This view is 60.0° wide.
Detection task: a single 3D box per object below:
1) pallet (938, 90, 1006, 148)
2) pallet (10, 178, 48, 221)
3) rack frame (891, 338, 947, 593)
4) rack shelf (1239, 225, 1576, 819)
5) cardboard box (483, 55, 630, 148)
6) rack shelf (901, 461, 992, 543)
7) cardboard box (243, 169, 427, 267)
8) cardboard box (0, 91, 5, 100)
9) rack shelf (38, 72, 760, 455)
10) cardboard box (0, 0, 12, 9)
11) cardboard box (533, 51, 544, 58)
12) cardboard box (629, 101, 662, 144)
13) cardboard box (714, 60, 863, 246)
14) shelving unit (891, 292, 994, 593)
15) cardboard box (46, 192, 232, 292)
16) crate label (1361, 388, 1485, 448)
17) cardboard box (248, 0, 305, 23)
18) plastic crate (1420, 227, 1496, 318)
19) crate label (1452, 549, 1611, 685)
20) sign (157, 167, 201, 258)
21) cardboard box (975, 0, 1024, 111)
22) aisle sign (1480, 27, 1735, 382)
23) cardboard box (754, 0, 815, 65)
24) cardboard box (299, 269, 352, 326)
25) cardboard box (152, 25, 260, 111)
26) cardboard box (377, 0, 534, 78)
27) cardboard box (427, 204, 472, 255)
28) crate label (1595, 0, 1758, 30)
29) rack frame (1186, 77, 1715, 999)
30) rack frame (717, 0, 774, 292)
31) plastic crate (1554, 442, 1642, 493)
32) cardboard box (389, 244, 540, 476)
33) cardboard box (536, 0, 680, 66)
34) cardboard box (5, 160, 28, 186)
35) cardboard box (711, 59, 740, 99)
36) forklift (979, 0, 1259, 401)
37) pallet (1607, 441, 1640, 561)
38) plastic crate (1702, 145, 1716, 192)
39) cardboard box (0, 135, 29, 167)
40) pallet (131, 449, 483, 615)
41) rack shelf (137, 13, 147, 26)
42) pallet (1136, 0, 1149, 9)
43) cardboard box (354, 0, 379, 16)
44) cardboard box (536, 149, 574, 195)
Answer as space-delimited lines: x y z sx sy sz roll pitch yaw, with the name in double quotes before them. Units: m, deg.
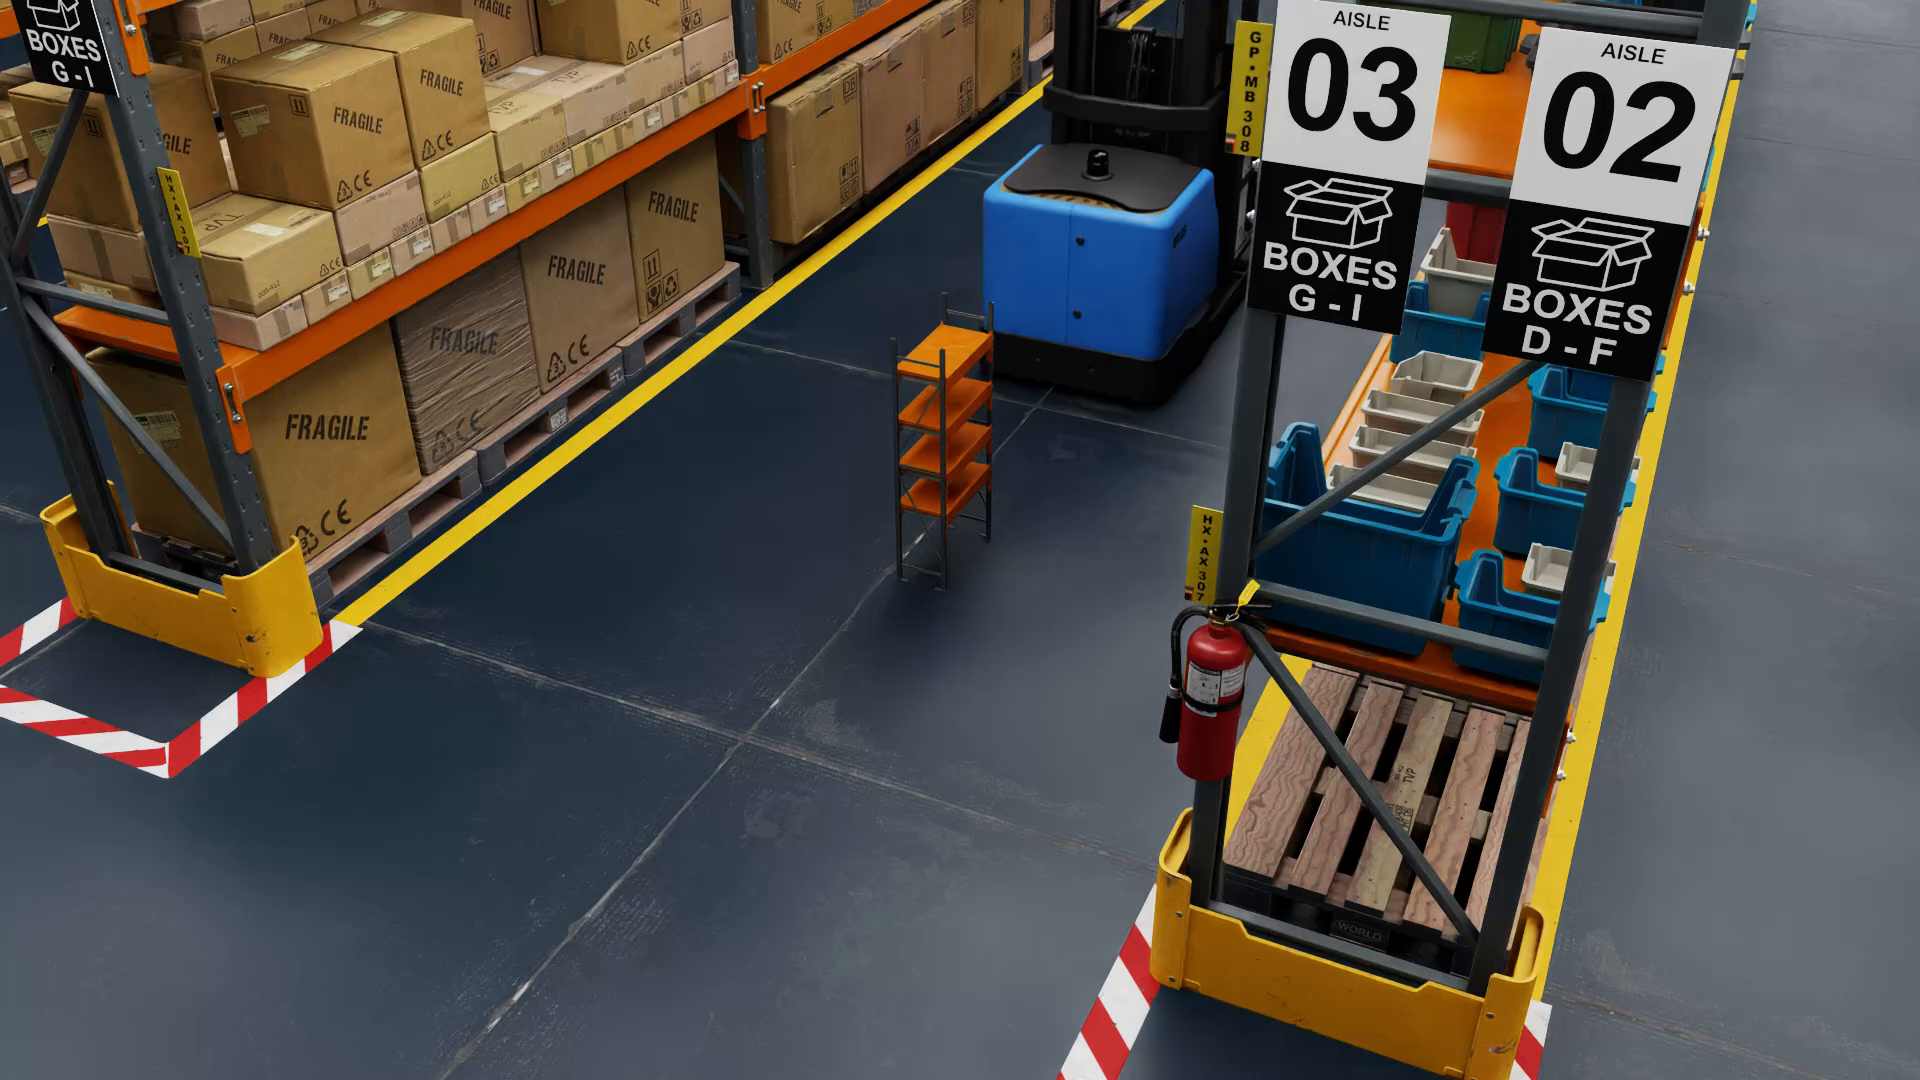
"pallet" -0.338 -3.344 12.657 1.003 0.211 1.213 14 36 20
"pallet" -6.324 -2.572 11.481 1.003 0.211 1.213 14 36 20
"rack frame" -0.171 -0.298 7.110 0.240 1.200 0.015 14 36 20
"rack shelf" 2.049 -0.460 6.372 1.077 0.370 4.000 14 36 20
"cardboard box" -1.987 -2.162 8.177 0.500 0.250 0.500 15 36 21
"rack shelf" -0.069 -0.197 7.441 0.258 0.148 0.480 14 36 20
"cardboard box" -2.629 -1.400 7.015 0.500 0.250 0.500 14 36 20
"cardboard box" -6.638 -2.929 11.155 0.380 0.149 0.250 14 36 20
"rack shelf" -2.450 -1.596 8.105 1.077 0.370 4.000 14 36 20
"cardboard box" -6.157 -3.507 10.593 0.380 0.149 0.250 16 36 22
"cardboard box" -2.260 -2.534 8.745 0.500 0.250 0.500 14 36 20
"cardboard box" -1.765 -2.177 8.563 0.380 0.149 0.250 15 36 21
"cardboard box" -1.363 -2.503 10.387 1.225 0.875 0.875 14 36 21
"shelving unit" -0.069 -0.419 7.295 0.258 1.200 0.503 14 36 20
"cardboard box" -3.325 -1.265 6.809 0.500 0.250 0.500 14 36 20
"crate label" 1.618 -0.412 5.829 0.396 0.136 0.243 14 36 20
"cardboard box" -5.306 -4.098 12.477 0.500 0.250 0.500 15 36 22
"plastic crate" 2.080 -1.014 6.614 0.437 0.282 0.530 14 36 20
"crate label" 1.615 0.233 4.757 0.416 0.233 0.303 14 36 20
"sign" -2.785 -1.166 5.930 0.100 0.325 0.005 14 36 20
"cardboard box" -0.247 -3.833 12.415 1.225 0.875 0.875 13 35 18
"aisle sign" 1.452 -0.748 3.784 0.394 0.787 0.004 14 36 20
"cardboard box" -1.193 -3.107 9.661 0.500 0.500 0.500 14 36 21
"cardboard box" -2.732 -1.025 6.807 0.380 0.149 0.250 14 36 20
"cardboard box" -5.525 -3.519 12.277 0.500 0.500 0.500 16 36 22
"cardboard box" -2.472 -2.585 8.138 0.500 0.500 0.500 13 35 19
"cardboard box" -2.410 -1.409 7.393 0.380 0.149 0.250 13 36 20
"crate label" 1.892 -1.342 4.461 0.408 0.251 0.502 14 36 20
"rack frame" 1.212 0.235 4.655 1.000 3.000 0.127 14 36 20
"rack frame" -1.613 -2.893 9.427 1.000 3.000 0.127 14 36 20
"plastic crate" 2.108 -0.205 5.514 0.250 0.136 0.298 14 36 20
"cardboard box" -2.710 -0.978 8.061 0.875 0.875 0.875 14 36 20
"cardboard box" -1.776 -2.729 8.359 0.500 0.500 0.500 15 36 21
"cardboard box" -6.387 -2.431 10.939 0.380 0.149 0.250 13 36 19
"cardboard box" -1.443 -2.561 9.149 0.380 0.149 0.250 14 36 21
"forklift" 1.158 -2.751 9.273 1.130 2.935 3.031 13 36 20
"pallet" 2.613 -0.216 7.886 1.003 0.211 1.213 14 36 20
"plastic crate" 3.000 -1.464 7.208 0.392 0.384 0.575 14 36 20
"cardboard box" -6.311 -2.582 10.897 0.380 0.149 0.250 15 36 21
"pallet" -3.023 -0.151 7.788 1.003 0.211 1.213 14 36 20
"rack shelf" -5.239 -4.776 12.955 1.077 0.370 4.000 14 36 20
"pallet" 1.410 -5.323 15.676 1.003 0.211 1.213 14 36 20
"cardboard box" -4.867 -4.291 13.455 0.500 0.500 0.500 13 35 18
"cardboard box" -2.088 -1.794 7.980 0.380 0.149 0.250 15 36 21
